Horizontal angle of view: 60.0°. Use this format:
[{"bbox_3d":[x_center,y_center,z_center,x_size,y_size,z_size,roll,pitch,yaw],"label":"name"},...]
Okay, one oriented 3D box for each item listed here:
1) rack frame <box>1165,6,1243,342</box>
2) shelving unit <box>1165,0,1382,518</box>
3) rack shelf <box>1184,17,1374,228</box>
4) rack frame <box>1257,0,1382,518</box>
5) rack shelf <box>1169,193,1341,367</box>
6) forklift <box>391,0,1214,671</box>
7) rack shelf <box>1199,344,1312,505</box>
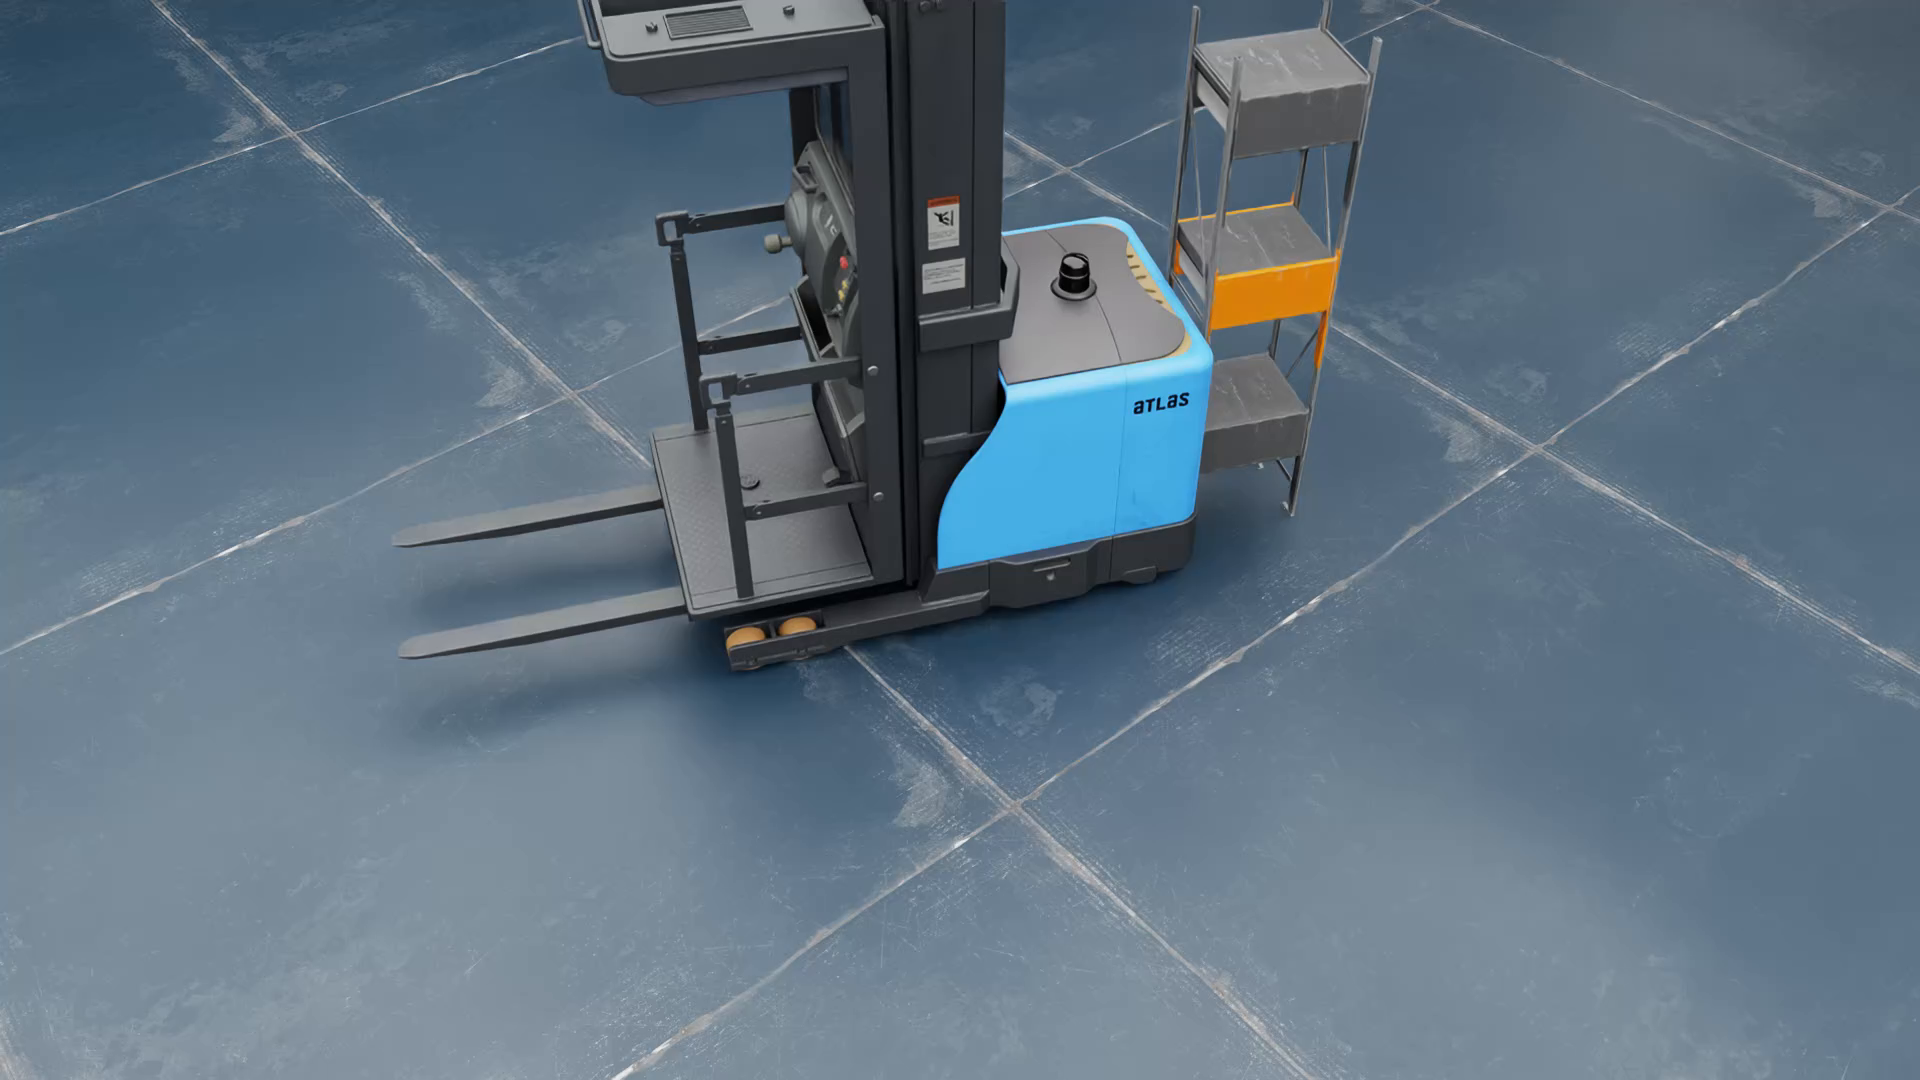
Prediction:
[{"bbox_3d":[0.845,-0.900,6.175,0.015,2.100,0.400,-11,44,-11],"label":"rack frame"},{"bbox_3d":[1.080,-0.946,6.223,0.503,2.100,0.431,-11,44,-11],"label":"shelving unit"},{"bbox_3d":[1.080,-1.446,5.753,0.480,0.518,0.431,-11,44,-11],"label":"rack shelf"},{"bbox_3d":[1.314,-0.991,6.271,0.015,2.100,0.400,-11,44,-11],"label":"rack frame"},{"bbox_3d":[1.080,-0.936,6.232,0.480,0.518,0.431,-11,44,-11],"label":"rack shelf"},{"bbox_3d":[-0.655,-0.985,5.658,3.031,2.935,1.130,-11,44,-11],"label":"forklift"},{"bbox_3d":[1.080,-0.425,6.712,0.480,0.518,0.431,-11,44,-11],"label":"rack shelf"}]
